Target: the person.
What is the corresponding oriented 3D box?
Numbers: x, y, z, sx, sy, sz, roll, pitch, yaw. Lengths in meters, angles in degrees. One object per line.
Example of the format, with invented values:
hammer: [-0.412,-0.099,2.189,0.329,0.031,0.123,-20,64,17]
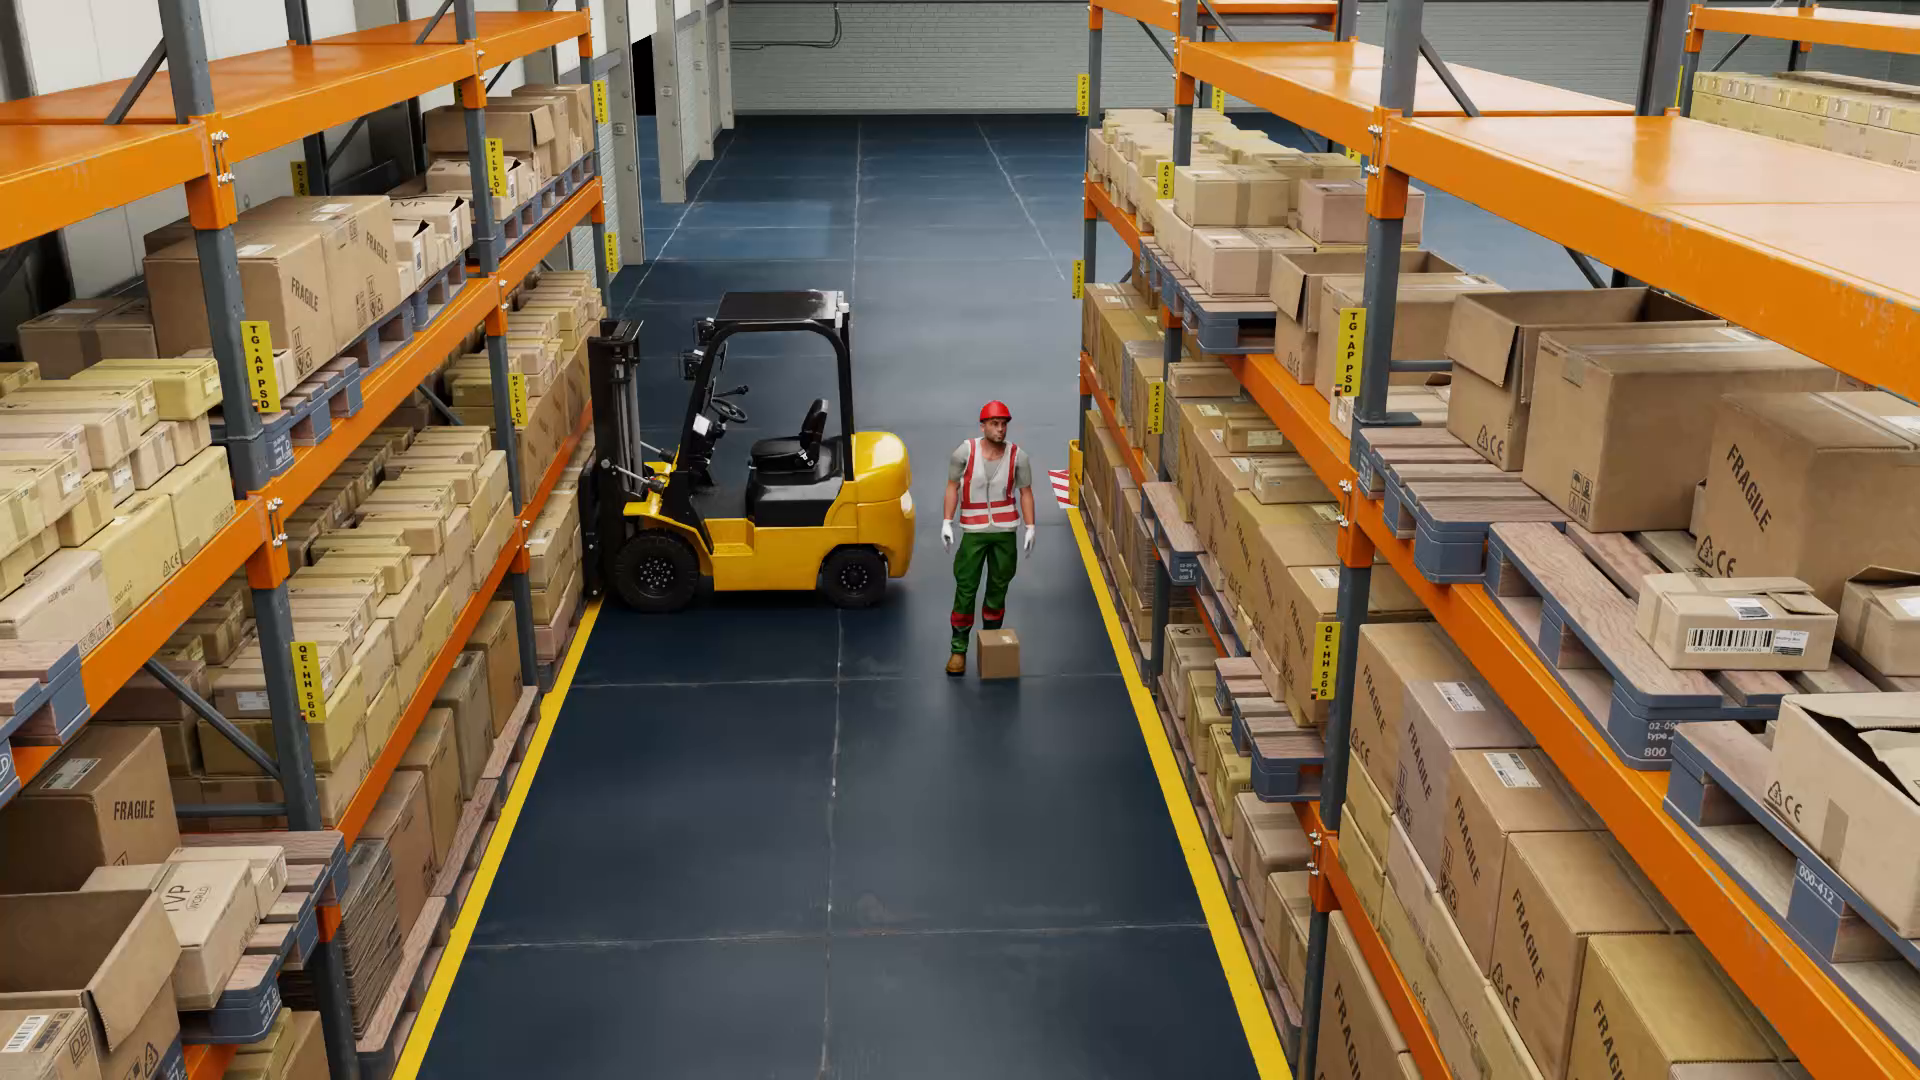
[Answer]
person: [0.194,-0.029,11.092,0.638,1.787,0.565,-2,20,-5]
